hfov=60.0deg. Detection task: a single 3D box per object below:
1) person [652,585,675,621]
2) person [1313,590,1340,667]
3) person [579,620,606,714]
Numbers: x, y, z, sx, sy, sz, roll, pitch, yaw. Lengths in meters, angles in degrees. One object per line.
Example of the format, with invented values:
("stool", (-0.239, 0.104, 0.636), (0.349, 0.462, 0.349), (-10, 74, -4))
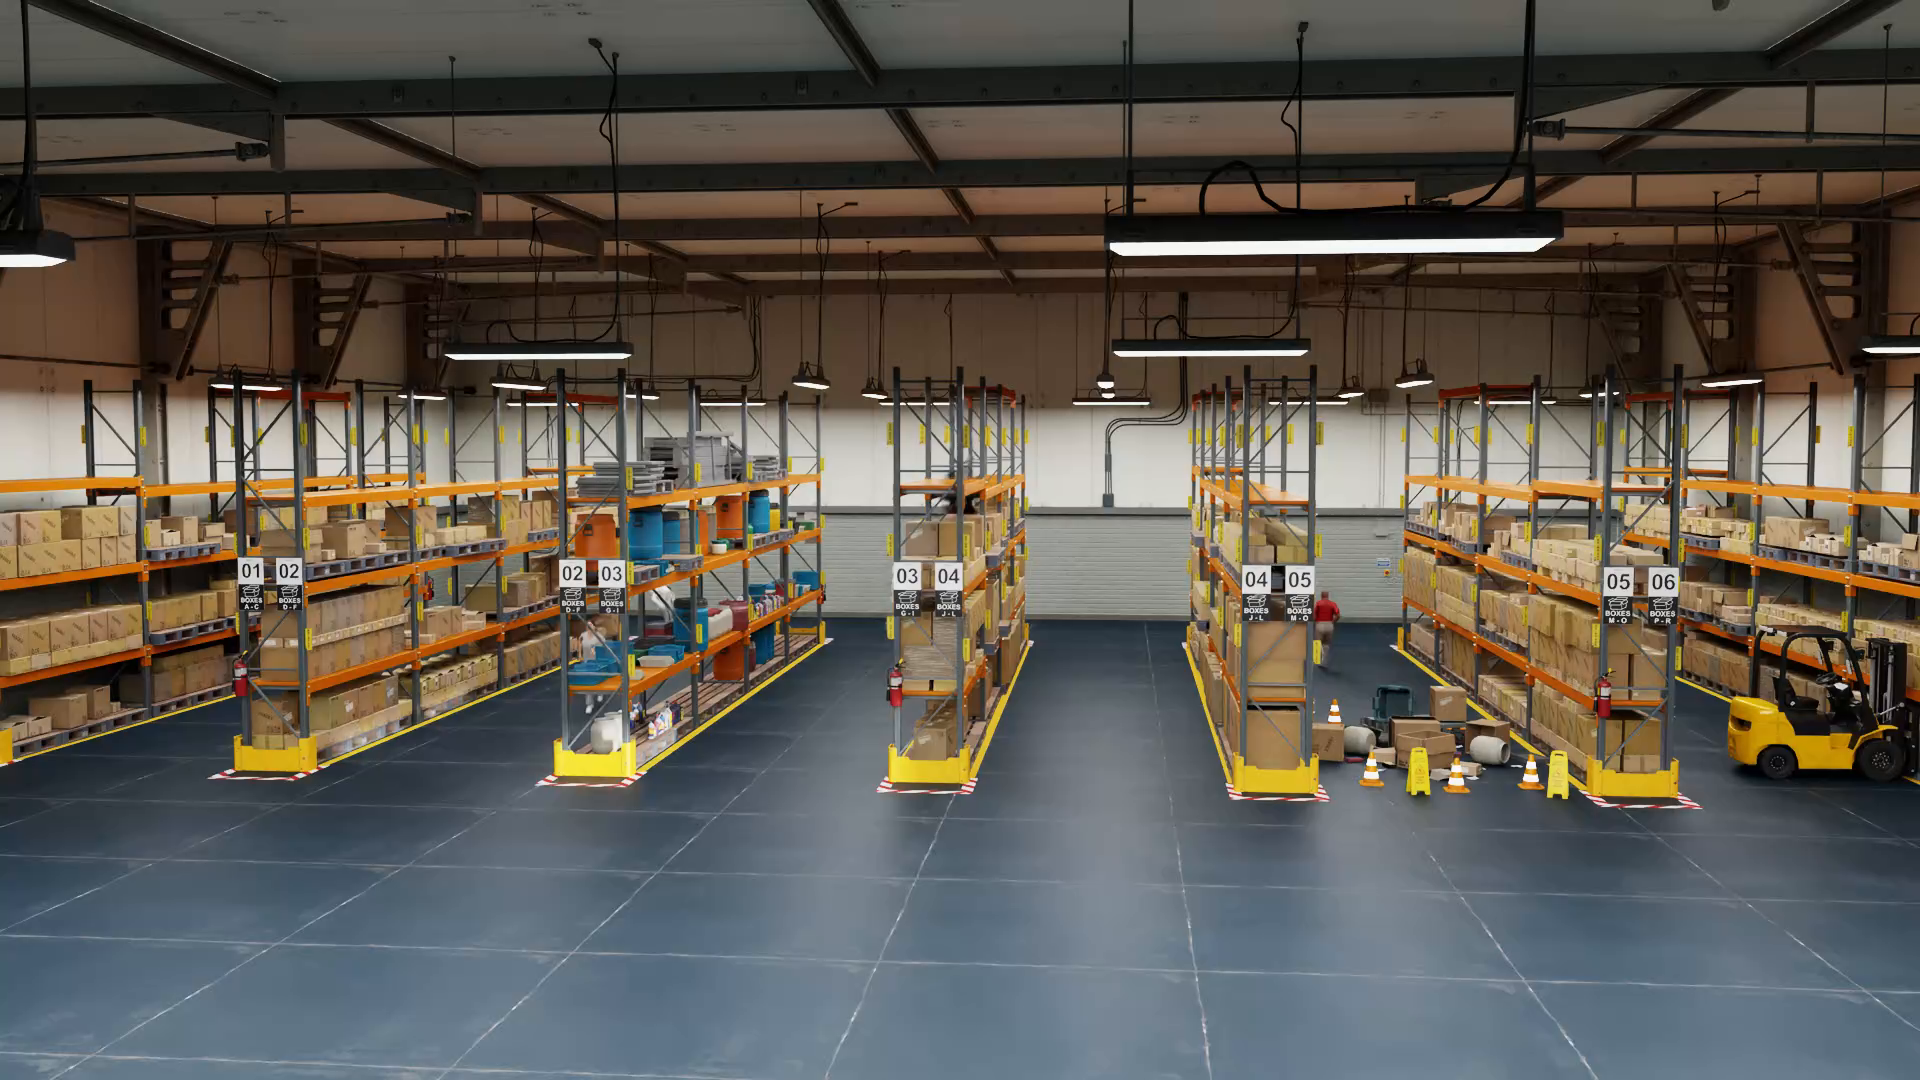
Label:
("person", (-7.268, 1.647, 40.989), (0.664, 1.667, 0.608), (-3, 5, -43))
("person", (7.900, 1.922, 36.044), (0.648, 1.679, 0.597), (0, 4, -2))
("person", (-6.730, 2.278, 30.477), (0.587, 1.664, 1.008), (0, 4, 5))
